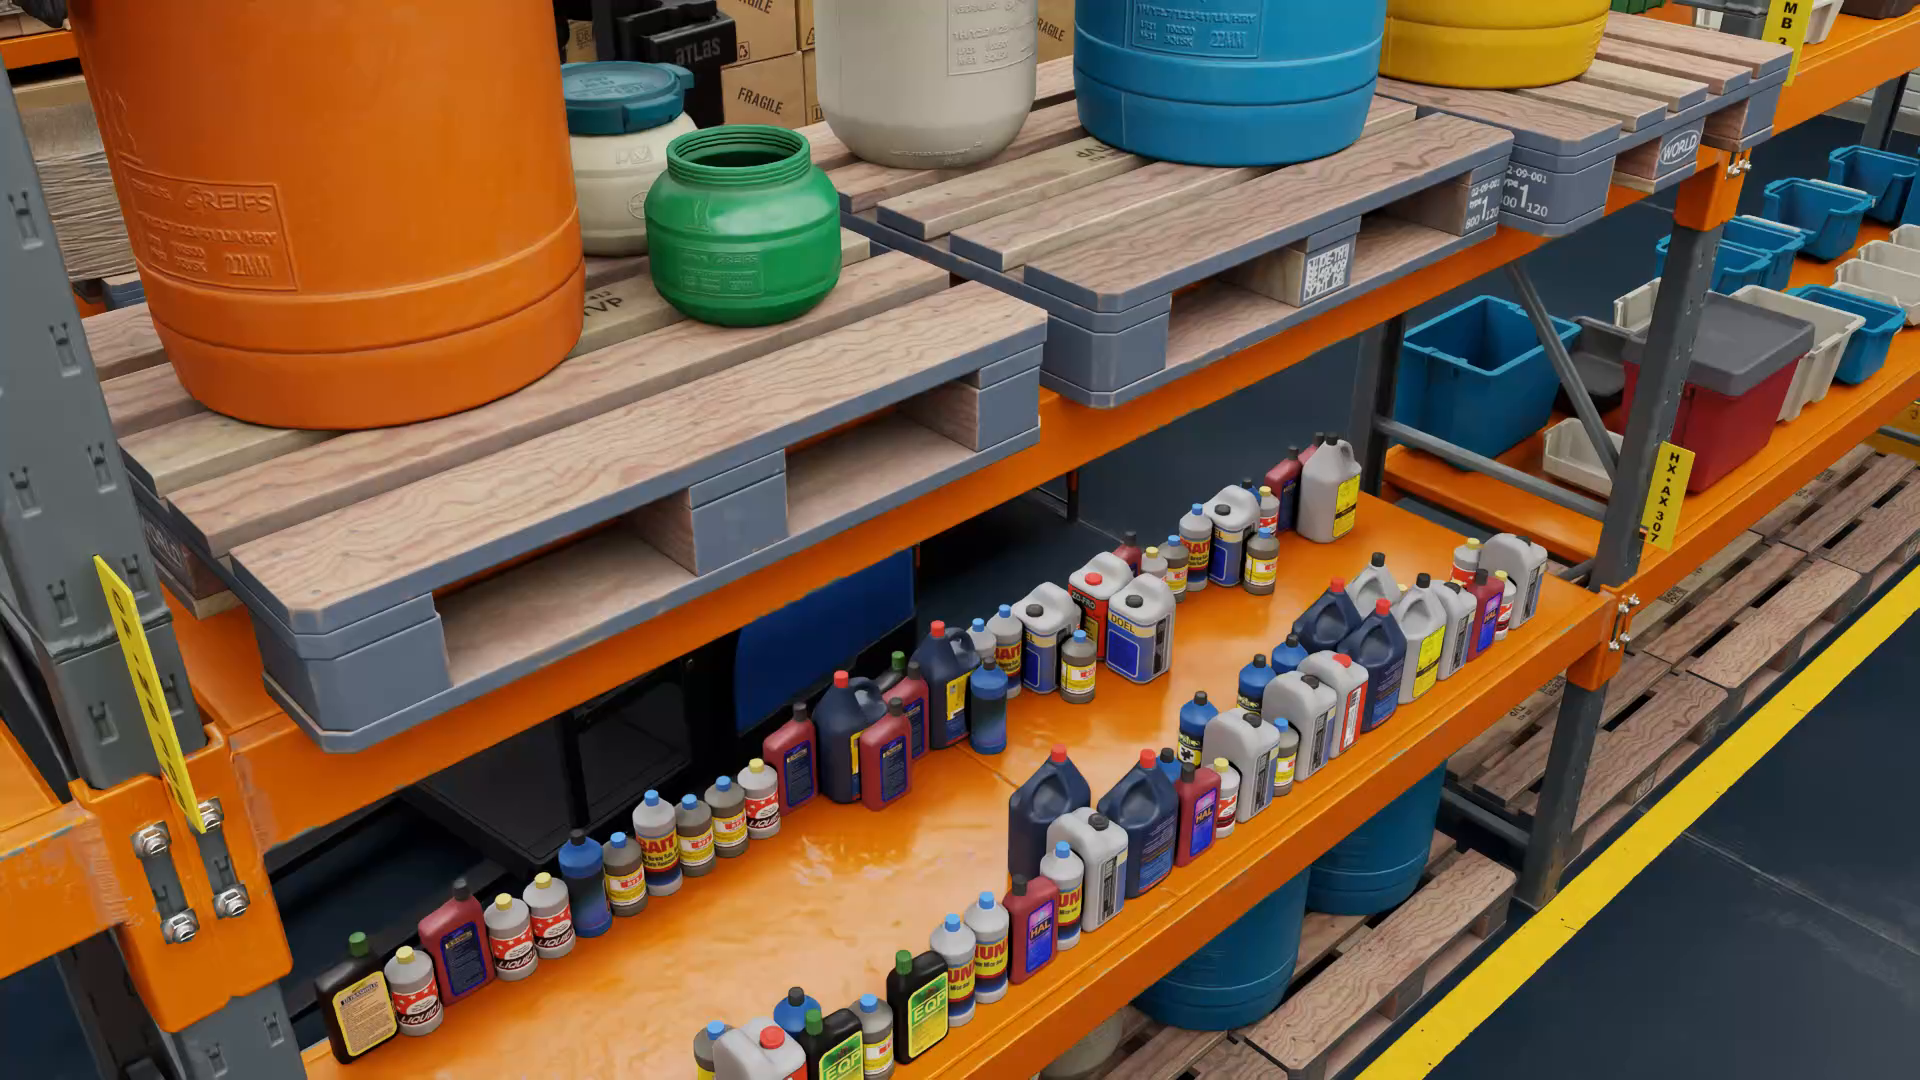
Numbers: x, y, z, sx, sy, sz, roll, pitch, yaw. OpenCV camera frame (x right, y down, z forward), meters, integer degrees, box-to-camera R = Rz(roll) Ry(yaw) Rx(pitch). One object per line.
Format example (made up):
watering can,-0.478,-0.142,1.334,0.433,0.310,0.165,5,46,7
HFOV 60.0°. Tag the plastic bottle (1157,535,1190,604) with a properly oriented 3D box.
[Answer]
plastic bottle,0.629,0.080,4.934,0.097,0.201,0.097,0,31,0

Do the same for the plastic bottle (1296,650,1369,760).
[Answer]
plastic bottle,0.964,0.407,4.329,0.135,0.276,0.152,-26,40,-35

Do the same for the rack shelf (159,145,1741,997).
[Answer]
rack shelf,0.204,-0.482,3.477,4.000,0.370,1.077,-26,40,-35

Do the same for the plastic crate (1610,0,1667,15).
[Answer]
plastic crate,1.776,-1.673,4.939,0.662,0.188,0.450,-26,40,-35

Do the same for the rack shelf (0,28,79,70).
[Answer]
rack shelf,-6.532,-2.992,10.457,4.000,0.370,1.077,-26,40,-35

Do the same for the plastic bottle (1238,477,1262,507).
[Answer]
plastic bottle,0.870,-0.067,5.107,0.097,0.271,0.097,0,31,0

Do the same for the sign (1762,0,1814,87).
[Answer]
sign,2.043,-1.291,4.101,0.005,0.325,0.100,-26,40,-35

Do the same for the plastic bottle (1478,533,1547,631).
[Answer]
plastic bottle,1.602,0.098,4.833,0.135,0.276,0.152,-26,40,-35

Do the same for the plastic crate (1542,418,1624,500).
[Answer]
plastic crate,2.109,-0.242,5.465,0.243,0.136,0.396,-26,40,-35

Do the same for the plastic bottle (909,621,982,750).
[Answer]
plastic bottle,-0.039,0.356,4.340,0.185,0.351,0.144,-26,40,-35

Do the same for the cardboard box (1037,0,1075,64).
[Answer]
cardboard box,0.348,-2.953,9.608,0.500,0.500,0.500,-25,40,-35

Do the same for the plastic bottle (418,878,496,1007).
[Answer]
plastic bottle,-1.087,0.862,3.577,0.133,0.283,0.061,-26,40,-35

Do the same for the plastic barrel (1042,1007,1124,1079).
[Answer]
plastic barrel,0.266,1.268,4.784,0.421,0.512,0.421,0,31,0

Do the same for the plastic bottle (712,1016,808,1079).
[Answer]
plastic bottle,-0.386,1.060,3.261,0.135,0.276,0.152,-26,40,-35

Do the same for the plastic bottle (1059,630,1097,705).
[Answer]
plastic bottle,0.322,0.337,4.514,0.097,0.201,0.097,0,31,0

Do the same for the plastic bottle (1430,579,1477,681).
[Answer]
plastic bottle,1.334,0.228,4.621,0.135,0.276,0.152,-26,40,-35

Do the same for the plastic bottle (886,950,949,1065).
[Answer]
plastic bottle,-0.087,0.944,3.442,0.133,0.283,0.061,-26,40,-35

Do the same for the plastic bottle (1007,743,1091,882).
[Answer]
plastic bottle,0.209,0.634,3.885,0.185,0.351,0.144,-26,40,-35

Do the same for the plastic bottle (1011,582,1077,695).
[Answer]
plastic bottle,0.223,0.264,4.562,0.135,0.276,0.152,-26,40,-35

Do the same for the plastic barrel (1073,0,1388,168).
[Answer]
plastic barrel,0.523,-1.227,3.123,0.708,0.901,0.600,-26,40,-35

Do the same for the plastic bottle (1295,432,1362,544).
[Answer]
plastic bottle,1.163,-0.182,5.220,0.185,0.351,0.144,-26,40,-35

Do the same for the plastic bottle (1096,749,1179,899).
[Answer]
plastic bottle,0.412,0.645,3.868,0.185,0.351,0.144,-26,40,-35

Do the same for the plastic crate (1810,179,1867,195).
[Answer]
plastic crate,3.908,-1.506,7.533,0.298,0.136,0.250,-26,40,-35

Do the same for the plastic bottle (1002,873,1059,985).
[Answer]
plastic bottle,0.153,0.828,3.632,0.133,0.283,0.061,-26,40,-35

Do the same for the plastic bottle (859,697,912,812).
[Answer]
plastic bottle,-0.184,0.528,4.123,0.133,0.283,0.061,-26,40,-35

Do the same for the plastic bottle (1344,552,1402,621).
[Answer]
plastic bottle,1.121,0.199,4.597,0.185,0.351,0.144,-26,40,-35

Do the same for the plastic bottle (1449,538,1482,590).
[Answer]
plastic bottle,1.503,0.089,4.920,0.097,0.201,0.097,0,31,0

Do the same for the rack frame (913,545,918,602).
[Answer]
rack frame,-0.368,-0.302,7.166,0.032,1.125,0.500,-26,40,-35

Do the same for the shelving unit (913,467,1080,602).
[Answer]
shelving unit,0.005,-0.482,7.460,1.048,1.125,0.538,-26,40,-35

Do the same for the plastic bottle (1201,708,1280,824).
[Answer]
plastic bottle,0.695,0.537,4.116,0.135,0.276,0.152,-26,40,-35

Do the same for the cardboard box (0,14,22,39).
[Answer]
cardboard box,-6.082,-3.247,10.407,0.250,0.149,0.380,-27,41,-37

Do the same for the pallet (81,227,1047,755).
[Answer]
pallet,-0.635,-0.232,2.561,1.213,0.211,1.003,-26,40,-35

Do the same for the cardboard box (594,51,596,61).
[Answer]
cardboard box,-3.313,-3.897,13.241,0.500,0.500,0.700,-27,41,-37

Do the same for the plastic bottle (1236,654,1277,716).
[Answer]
plastic bottle,0.767,0.415,4.319,0.097,0.271,0.097,0,31,0

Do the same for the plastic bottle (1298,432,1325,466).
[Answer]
plastic bottle,1.112,-0.202,5.316,0.133,0.283,0.061,-26,40,-35

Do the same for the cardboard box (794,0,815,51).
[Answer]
cardboard box,-0.780,-2.826,8.442,0.500,0.500,0.500,-27,41,-37

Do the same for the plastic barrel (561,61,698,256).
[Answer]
plastic barrel,-0.576,-0.636,2.769,0.301,0.262,0.301,0,31,0

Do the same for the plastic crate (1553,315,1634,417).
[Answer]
plastic crate,2.309,-0.626,6.105,0.590,0.125,0.437,-26,40,-35

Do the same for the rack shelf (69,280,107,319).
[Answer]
rack shelf,-3.161,-1.098,7.360,4.000,0.370,1.077,-26,40,-35

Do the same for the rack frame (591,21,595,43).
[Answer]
rack frame,-1.694,-2.114,8.333,0.127,3.000,1.000,-26,40,-35

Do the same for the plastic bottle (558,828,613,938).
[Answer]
plastic bottle,-0.847,0.764,3.749,0.097,0.271,0.097,0,31,0

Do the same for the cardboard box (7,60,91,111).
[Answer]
cardboard box,-6.103,-2.673,10.905,0.750,0.750,0.750,-24,39,-34

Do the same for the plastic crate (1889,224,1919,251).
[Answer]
plastic crate,4.129,-1.192,7.019,0.243,0.136,0.396,-26,40,-35

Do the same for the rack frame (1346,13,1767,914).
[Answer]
rack frame,1.671,-0.218,5.232,0.127,3.000,1.000,-26,40,-35

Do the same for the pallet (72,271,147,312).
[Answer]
pallet,-3.205,-1.305,7.193,1.213,0.211,1.003,-26,40,-35

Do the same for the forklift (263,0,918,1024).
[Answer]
forklift,-1.481,-0.267,5.377,1.130,2.935,3.031,22,38,32

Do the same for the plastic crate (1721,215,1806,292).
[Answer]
plastic crate,3.234,-1.163,6.879,0.300,0.233,0.416,-26,40,-35

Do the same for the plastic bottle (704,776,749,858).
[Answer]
plastic bottle,-0.561,0.656,3.993,0.097,0.201,0.097,0,31,0

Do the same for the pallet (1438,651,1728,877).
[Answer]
pallet,2.184,0.696,6.410,1.213,0.211,1.003,-26,40,-35

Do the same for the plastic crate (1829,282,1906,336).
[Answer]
plastic crate,3.515,-0.874,6.499,0.250,0.136,0.298,-26,40,-35
